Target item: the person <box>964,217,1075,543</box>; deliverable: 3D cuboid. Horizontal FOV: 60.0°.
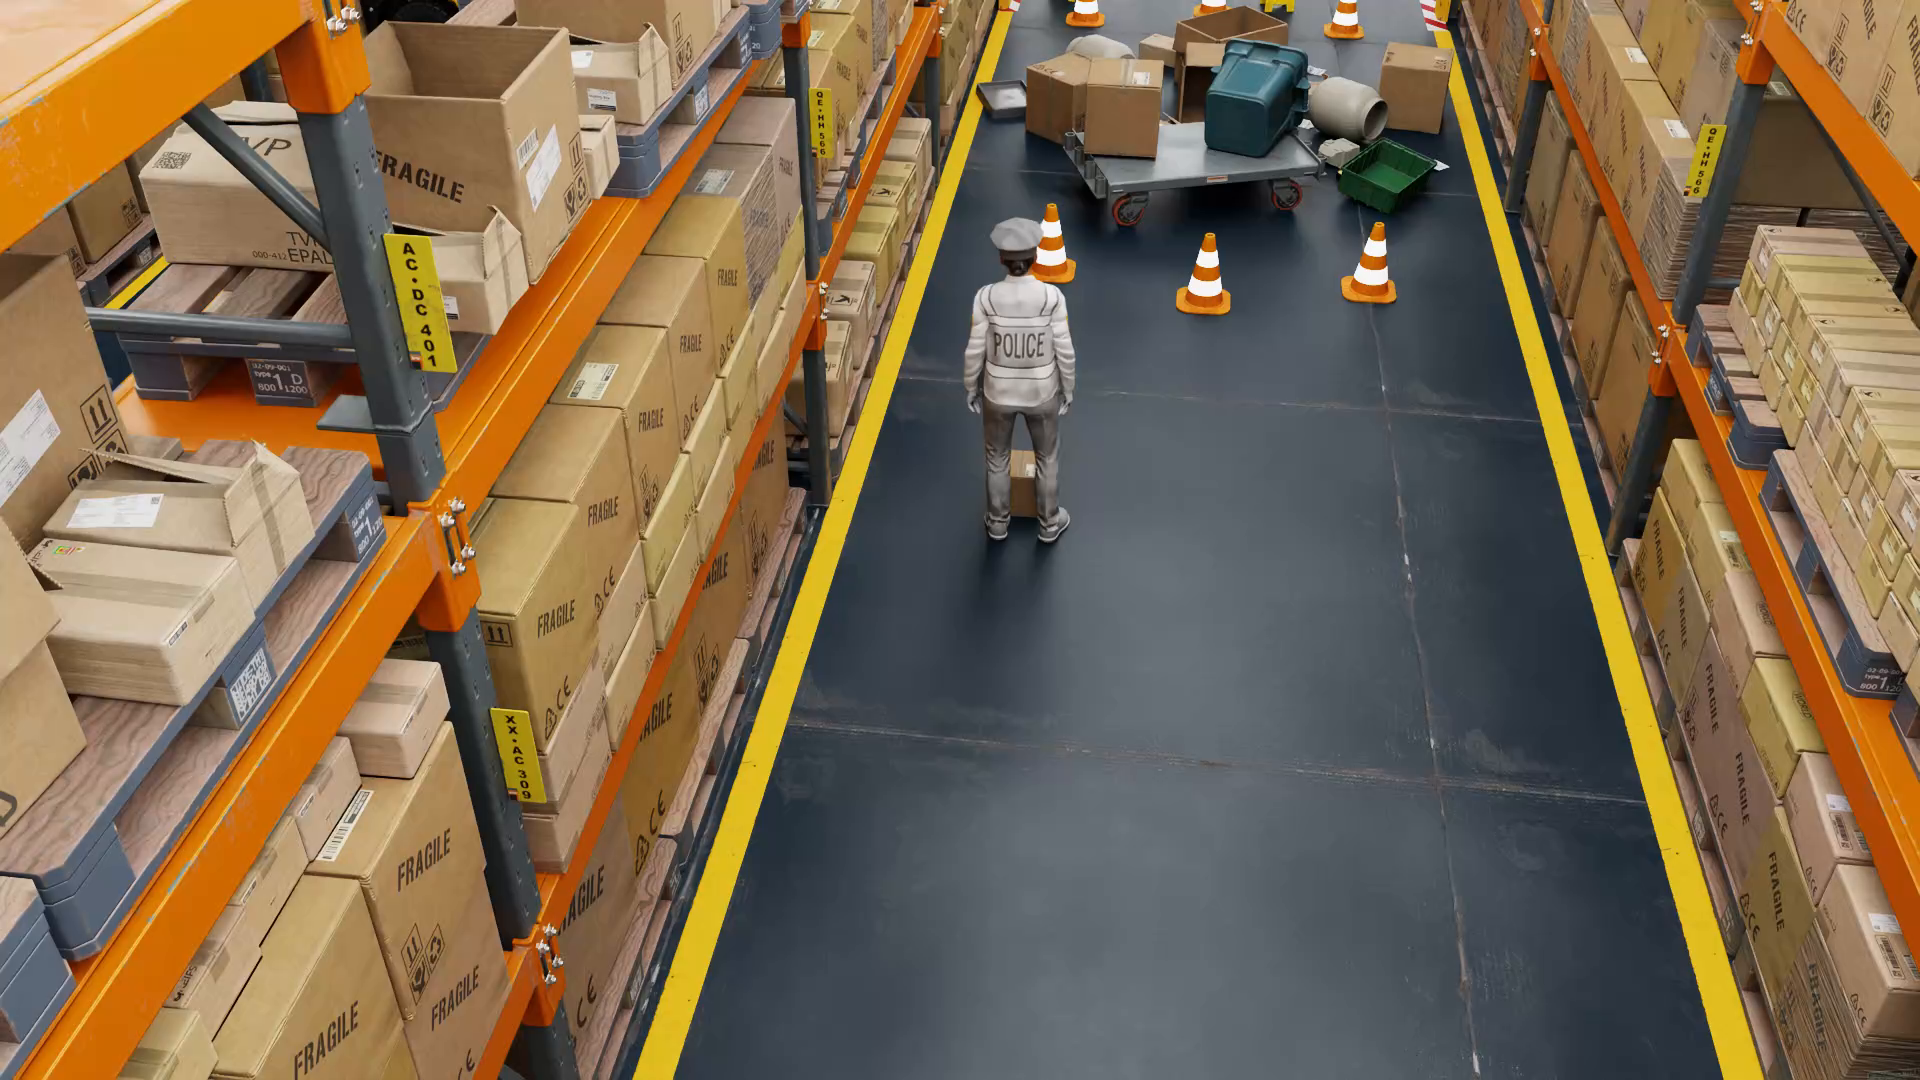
[{"bbox_3d":[0.288,-0.717,8.011,0.542,1.662,0.375,2,36,3],"label":"person"}]
